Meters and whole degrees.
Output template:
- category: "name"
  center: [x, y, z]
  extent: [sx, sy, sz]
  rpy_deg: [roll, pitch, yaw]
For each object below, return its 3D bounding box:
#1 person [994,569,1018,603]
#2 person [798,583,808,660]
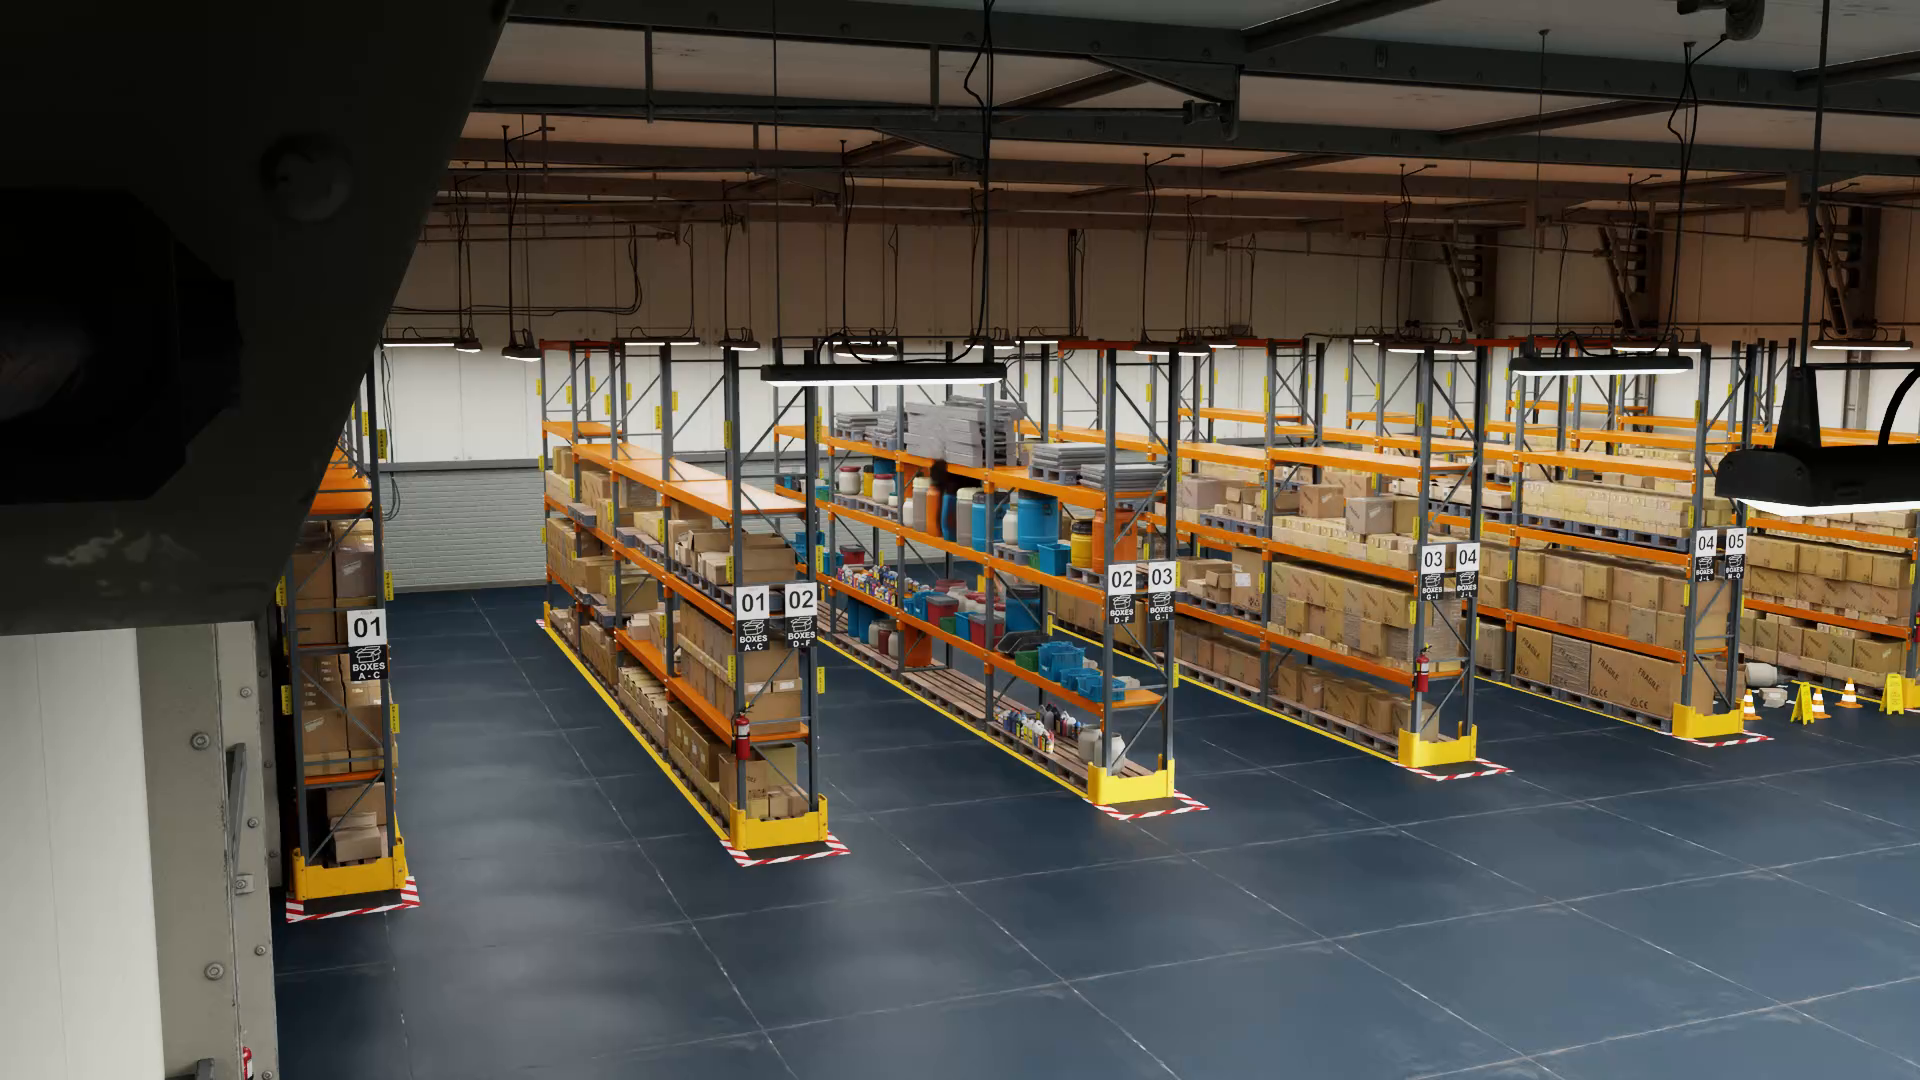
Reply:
- category: "person"
  center: [0.943, 1.060, 34.509]
  extent: [0.577, 1.625, 0.616]
  rpy_deg: [-5, 9, -35]
- category: "person"
  center: [-2.951, 1.528, 31.176]
  extent: [0.606, 1.527, 0.822]
  rpy_deg: [-4, 9, -29]
